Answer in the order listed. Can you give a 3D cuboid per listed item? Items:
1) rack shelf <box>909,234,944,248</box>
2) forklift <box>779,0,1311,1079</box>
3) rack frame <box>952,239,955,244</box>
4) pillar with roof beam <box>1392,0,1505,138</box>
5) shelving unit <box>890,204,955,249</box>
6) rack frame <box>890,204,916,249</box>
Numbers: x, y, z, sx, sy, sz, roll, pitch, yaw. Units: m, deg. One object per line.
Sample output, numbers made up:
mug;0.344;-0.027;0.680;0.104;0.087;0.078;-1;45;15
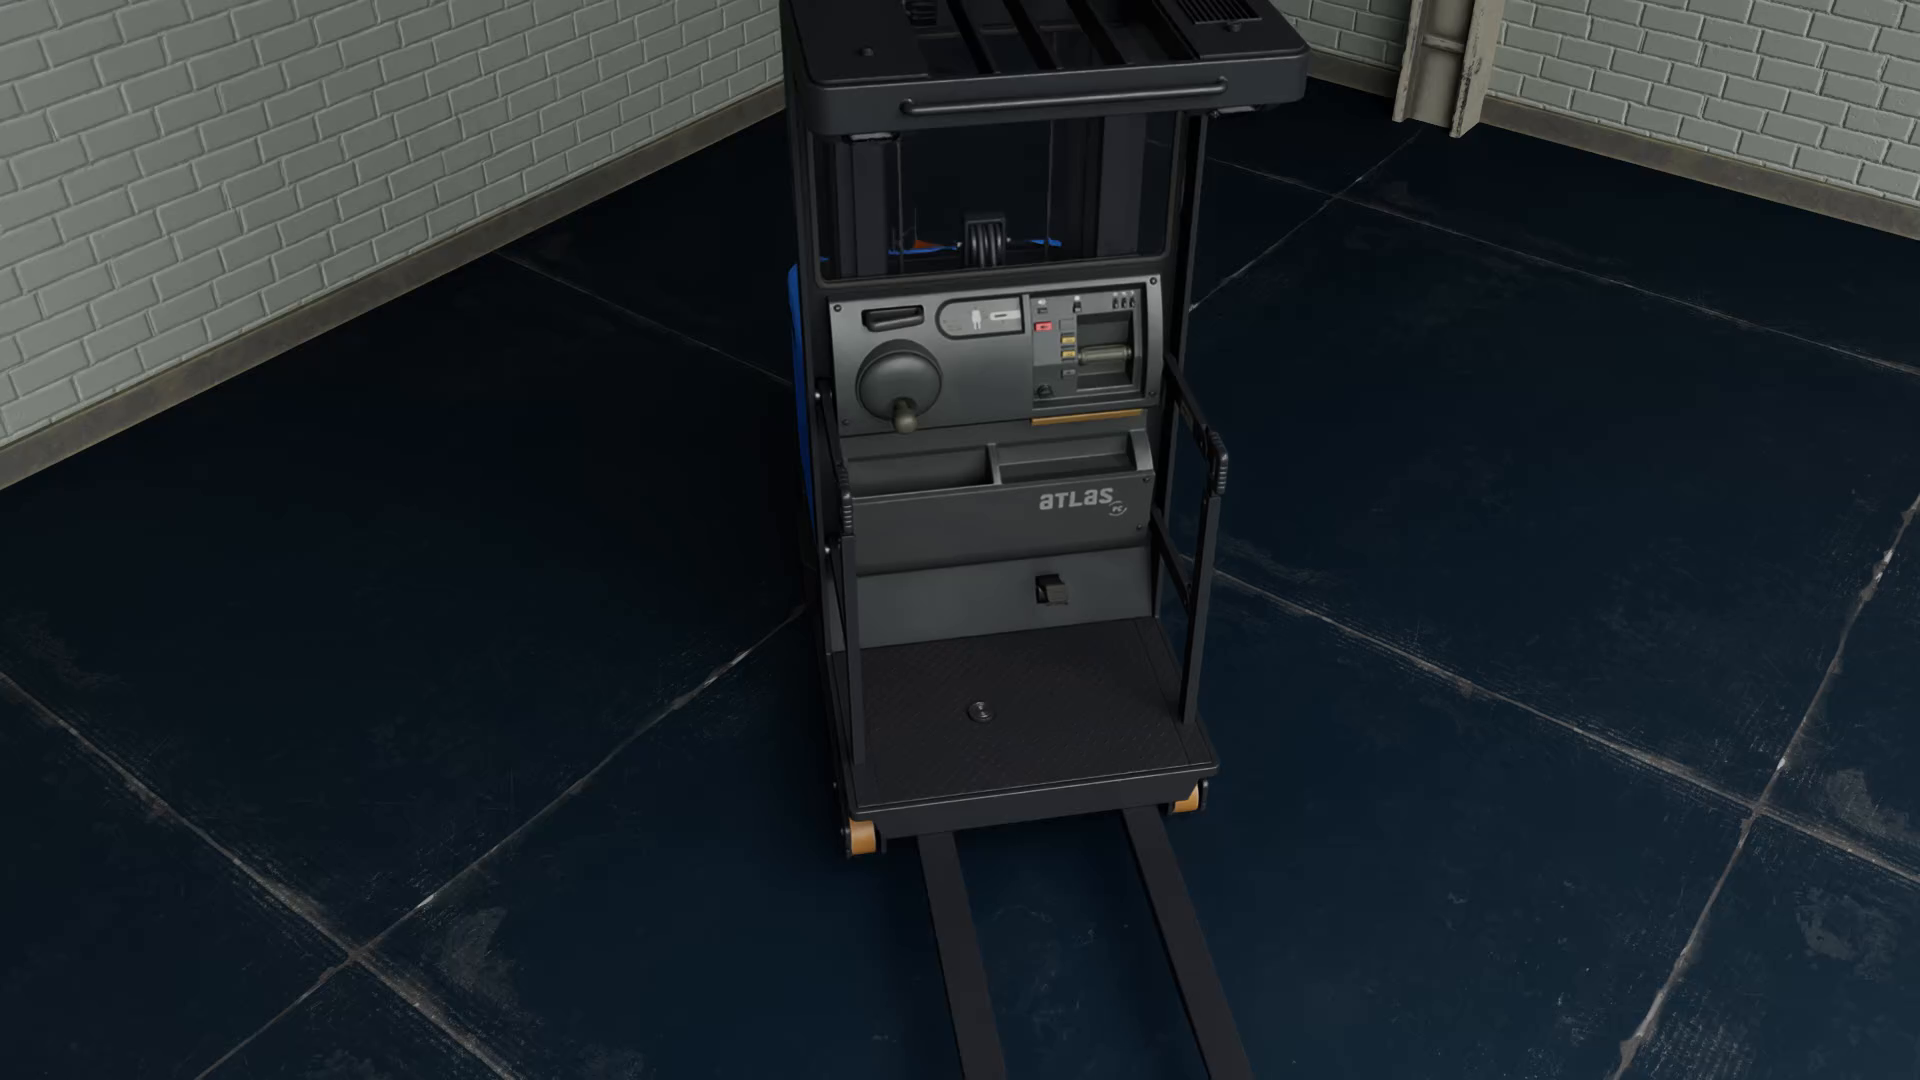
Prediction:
rack shelf;-0.096;-0.952;6.171;0.240;0.259;0.215;15;41;18
forklift;0.145;-0.447;4.443;1.130;2.935;3.031;-6;38;-8
rack frame;0.016;-0.707;6.301;0.008;1.050;0.200;15;41;18
pillar with roof beam;0.027;-3.767;3.762;0.400;9.000;9.100;25;45;29
shelving unit;-0.096;-0.737;6.339;0.252;1.050;0.215;15;41;18
rack frame;-0.208;-0.767;6.378;0.008;1.050;0.200;15;41;18
